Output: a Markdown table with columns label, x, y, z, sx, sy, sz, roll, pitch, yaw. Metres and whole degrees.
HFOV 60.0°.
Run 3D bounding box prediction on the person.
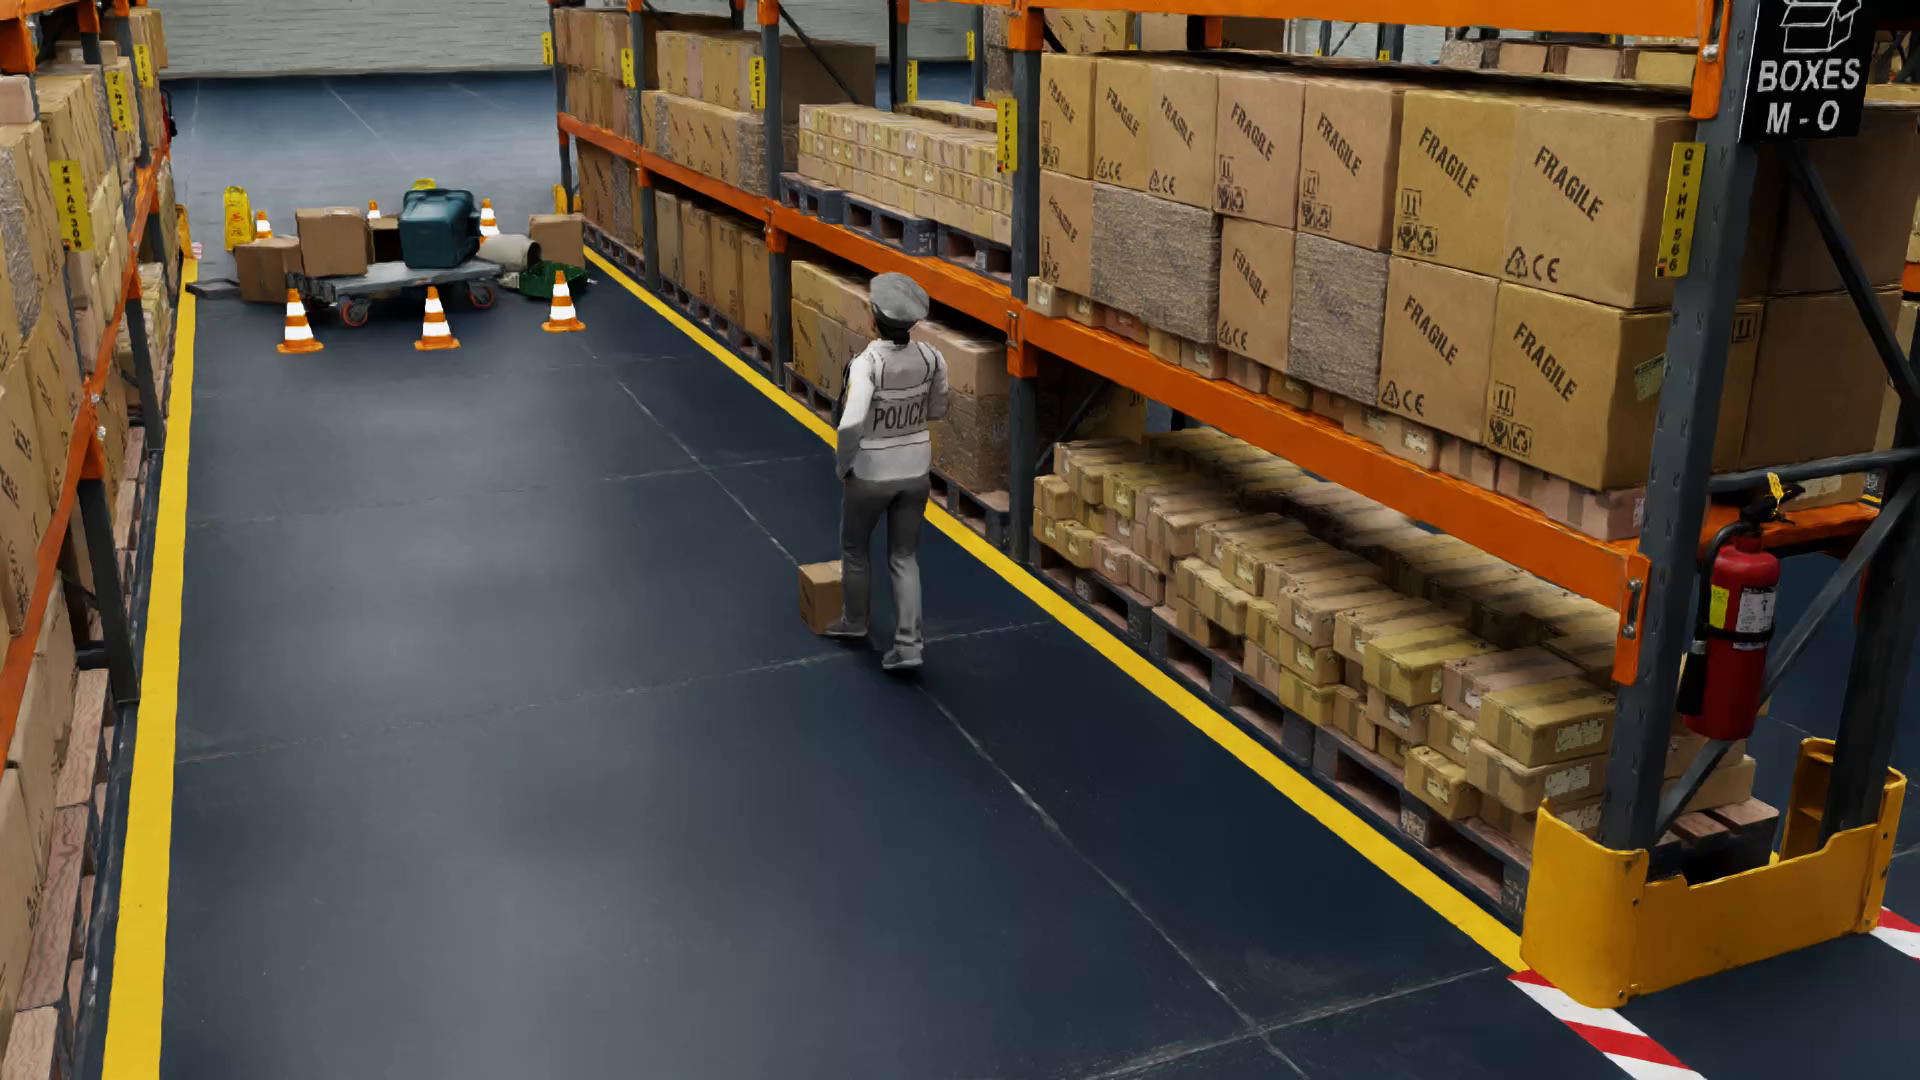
| label | x | y | z | sx | sy | sz | roll | pitch | yaw |
| --- | --- | --- | --- | --- | --- | --- | --- | --- | --- |
| person | -0.339 | -0.290 | 6.883 | 0.574 | 1.676 | 0.796 | -8 | 20 | -21 |
